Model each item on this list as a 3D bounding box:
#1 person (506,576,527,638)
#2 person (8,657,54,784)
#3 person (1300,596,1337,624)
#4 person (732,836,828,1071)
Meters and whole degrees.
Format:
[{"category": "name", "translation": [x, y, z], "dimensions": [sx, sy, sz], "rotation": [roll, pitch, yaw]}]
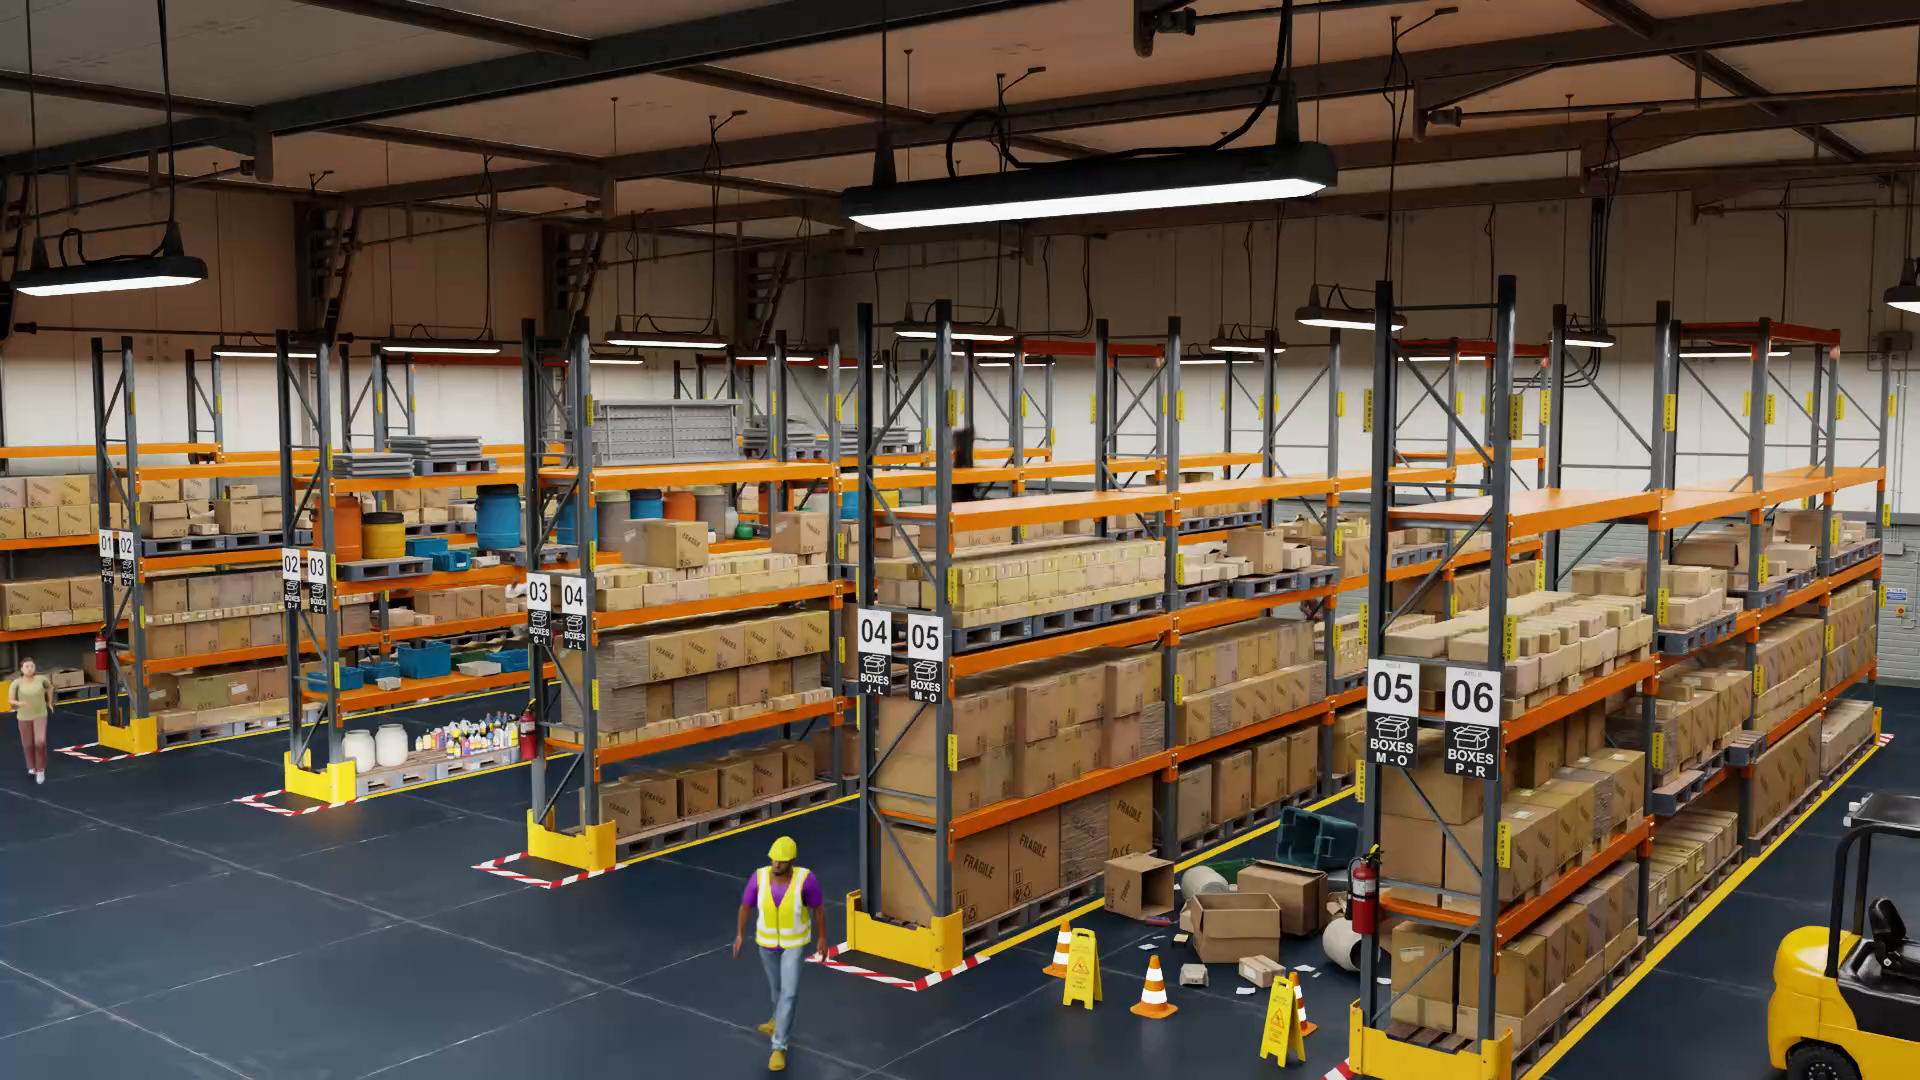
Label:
[{"category": "person", "translation": [-8.484, 1.489, 31.969], "dimensions": [0.677, 1.781, 1.071], "rotation": [3, 6, 27]}, {"category": "person", "translation": [-12.401, 2.403, 22.211], "dimensions": [0.520, 1.691, 0.780], "rotation": [-3, 6, -27]}, {"category": "person", "translation": [6.682, 1.595, 30.995], "dimensions": [0.712, 1.826, 0.885], "rotation": [0, 5, -1]}, {"category": "person", "translation": [-1.397, 3.134, 12.961], "dimensions": [0.718, 1.712, 0.948], "rotation": [1, 5, 8]}]
